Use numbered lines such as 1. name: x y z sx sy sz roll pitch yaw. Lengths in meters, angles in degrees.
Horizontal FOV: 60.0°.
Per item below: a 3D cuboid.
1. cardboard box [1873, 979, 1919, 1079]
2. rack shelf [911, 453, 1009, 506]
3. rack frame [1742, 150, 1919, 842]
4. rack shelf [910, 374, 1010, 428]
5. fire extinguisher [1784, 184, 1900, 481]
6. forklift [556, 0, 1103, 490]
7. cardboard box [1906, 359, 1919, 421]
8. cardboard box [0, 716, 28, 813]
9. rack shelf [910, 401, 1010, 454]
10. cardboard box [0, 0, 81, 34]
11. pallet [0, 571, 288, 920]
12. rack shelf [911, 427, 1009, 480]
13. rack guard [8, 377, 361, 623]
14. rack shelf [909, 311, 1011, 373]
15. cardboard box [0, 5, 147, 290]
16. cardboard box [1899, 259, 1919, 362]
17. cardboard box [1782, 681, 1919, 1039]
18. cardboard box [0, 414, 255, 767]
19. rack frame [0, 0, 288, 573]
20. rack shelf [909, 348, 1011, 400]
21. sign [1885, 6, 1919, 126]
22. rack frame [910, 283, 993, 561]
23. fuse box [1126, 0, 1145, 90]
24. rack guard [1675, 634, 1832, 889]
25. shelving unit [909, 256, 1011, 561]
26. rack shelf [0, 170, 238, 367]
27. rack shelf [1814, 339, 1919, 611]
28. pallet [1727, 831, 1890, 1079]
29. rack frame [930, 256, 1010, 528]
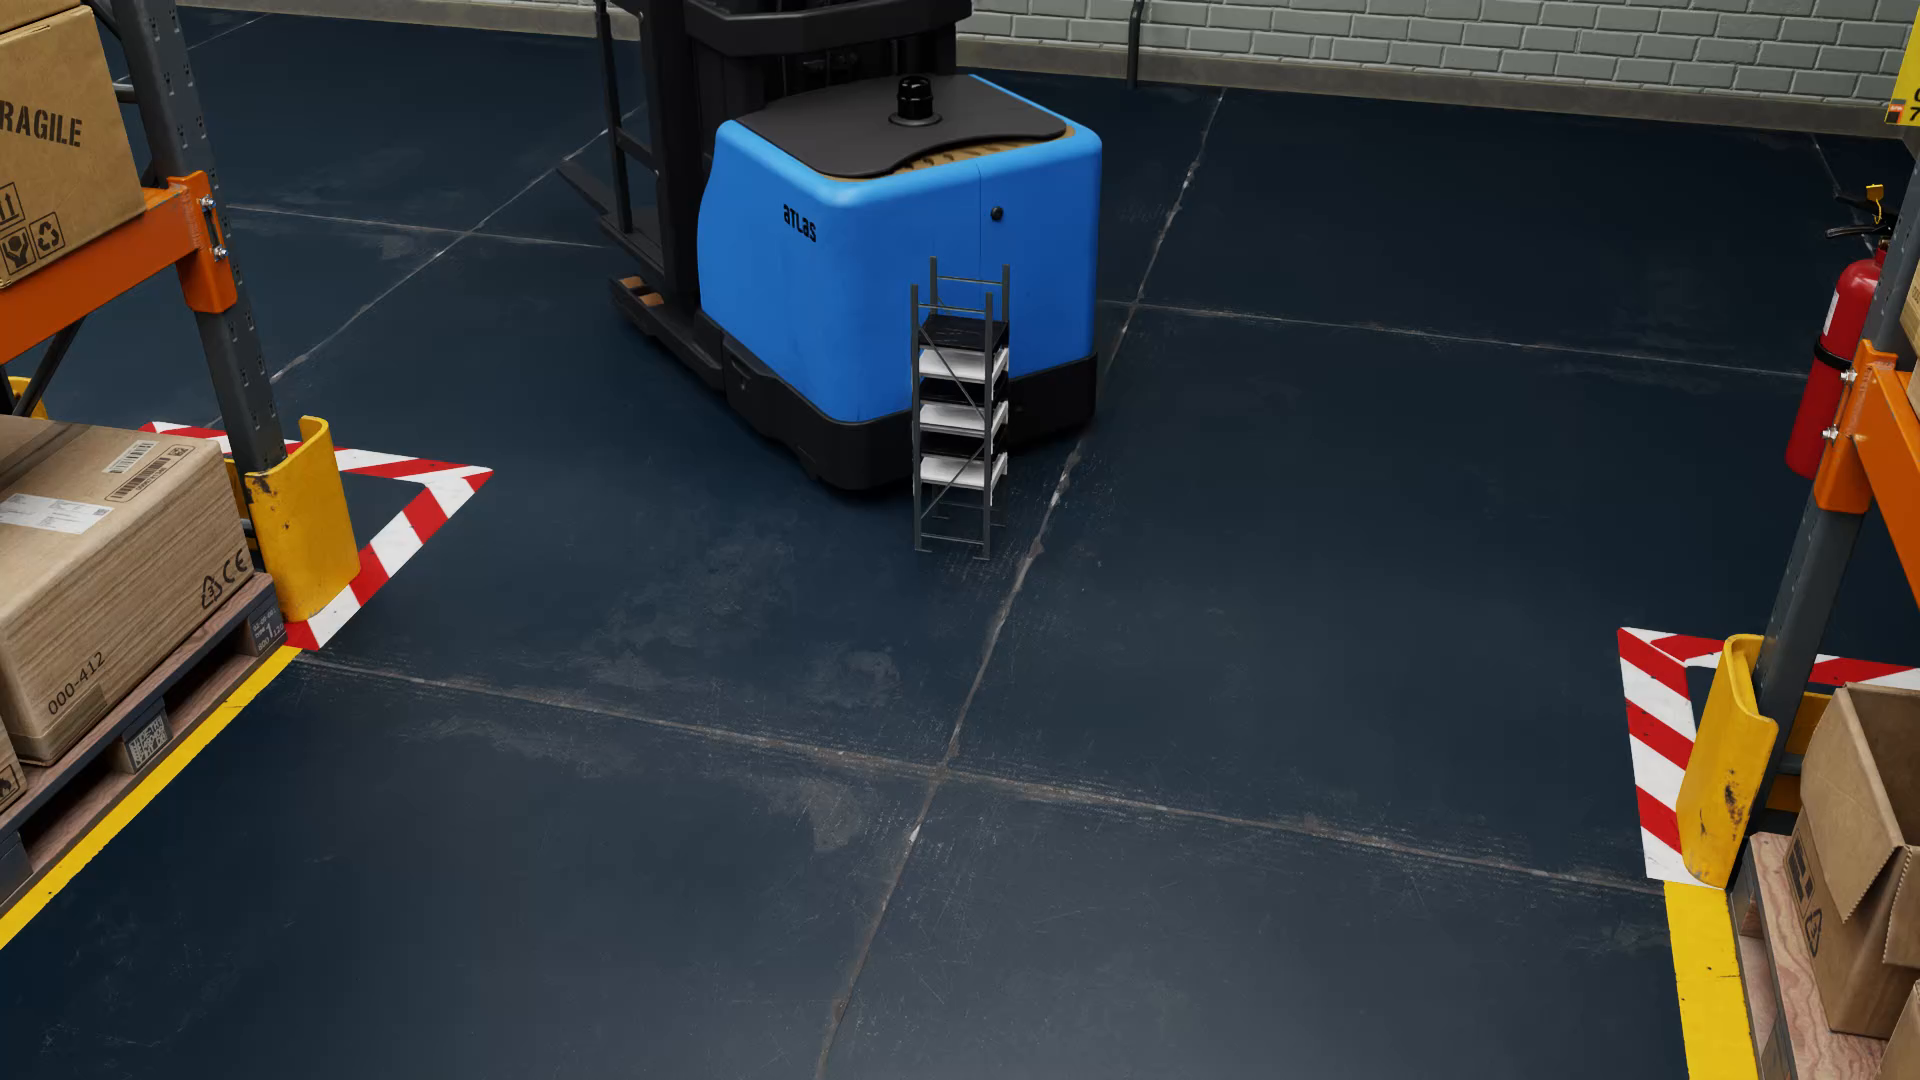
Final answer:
1. cardboard box: 1.861 1.122 2.628 0.700 0.500 0.500 9 34 14
2. rack shelf: 0.002 -0.204 5.130 0.258 0.077 0.200 8 33 12
3. rack frame: 2.363 -0.498 3.238 1.000 3.000 0.127 8 33 12
4. rack shelf: 0.002 -0.432 4.985 0.258 0.077 0.200 8 33 12
5. fire extinguisher: 1.953 -0.448 3.578 0.296 0.674 0.183 8 33 12
6. forklift: -0.736 -2.153 5.905 1.130 2.935 3.031 -19 37 -27
7. cardboard box: 2.014 -0.259 3.096 0.380 0.149 0.250 8 33 12
8. cardboard box: -2.734 0.564 3.564 0.875 0.438 0.875 9 34 14
9. rack shelf: 0.002 -0.356 5.033 0.258 0.077 0.200 8 33 12
10. cardboard box: -2.331 -1.354 3.559 0.500 0.500 0.500 9 34 14
11. pallet: -2.567 0.430 4.377 1.003 0.211 1.213 8 33 12
12. rack shelf: 0.002 -0.280 5.081 0.258 0.077 0.200 8 33 12
13. rack guard: -2.433 -0.130 4.988 1.175 0.500 0.348 8 33 12
14. rack shelf: 0.002 -0.584 4.888 0.258 0.077 0.200 8 33 12
15. cardboard box: -2.306 -0.928 3.821 0.500 0.500 0.500 8 33 13
16. cardboard box: 1.987 -0.362 2.886 0.500 0.250 0.500 8 33 13
17. cardboard box: 2.116 0.682 3.316 0.797 0.503 0.637 7 33 10
18. cardboard box: -2.510 0.088 4.313 0.875 0.438 0.875 7 33 11
19. rack frame: -2.439 -1.172 4.298 1.000 3.000 0.127 8 33 12
20. rack shelf: 0.002 -0.508 4.937 0.258 0.077 0.200 8 33 12
21. sign: 1.838 -0.938 3.122 0.100 0.325 0.005 8 33 12
22. rack frame: -0.024 -0.331 4.932 0.240 0.900 0.006 8 33 12
23. fuse box: 0.964 -3.196 8.683 0.539 1.711 0.414 8 33 12
24. rack guard: 2.344 0.596 3.847 1.175 0.500 0.348 8 33 12
25. shelving unit: 0.002 -0.384 5.015 0.258 0.900 0.210 8 33 12
26. rack shelf: -2.947 0.169 2.859 1.077 0.370 4.000 8 33 12
27. rack shelf: 1.855 0.843 1.799 1.077 0.370 4.000 8 33 12
28. pallet: 2.142 1.132 3.273 1.003 0.211 1.213 8 33 12
29. rack frame: 0.028 -0.437 5.098 0.240 0.900 0.006 8 33 12
